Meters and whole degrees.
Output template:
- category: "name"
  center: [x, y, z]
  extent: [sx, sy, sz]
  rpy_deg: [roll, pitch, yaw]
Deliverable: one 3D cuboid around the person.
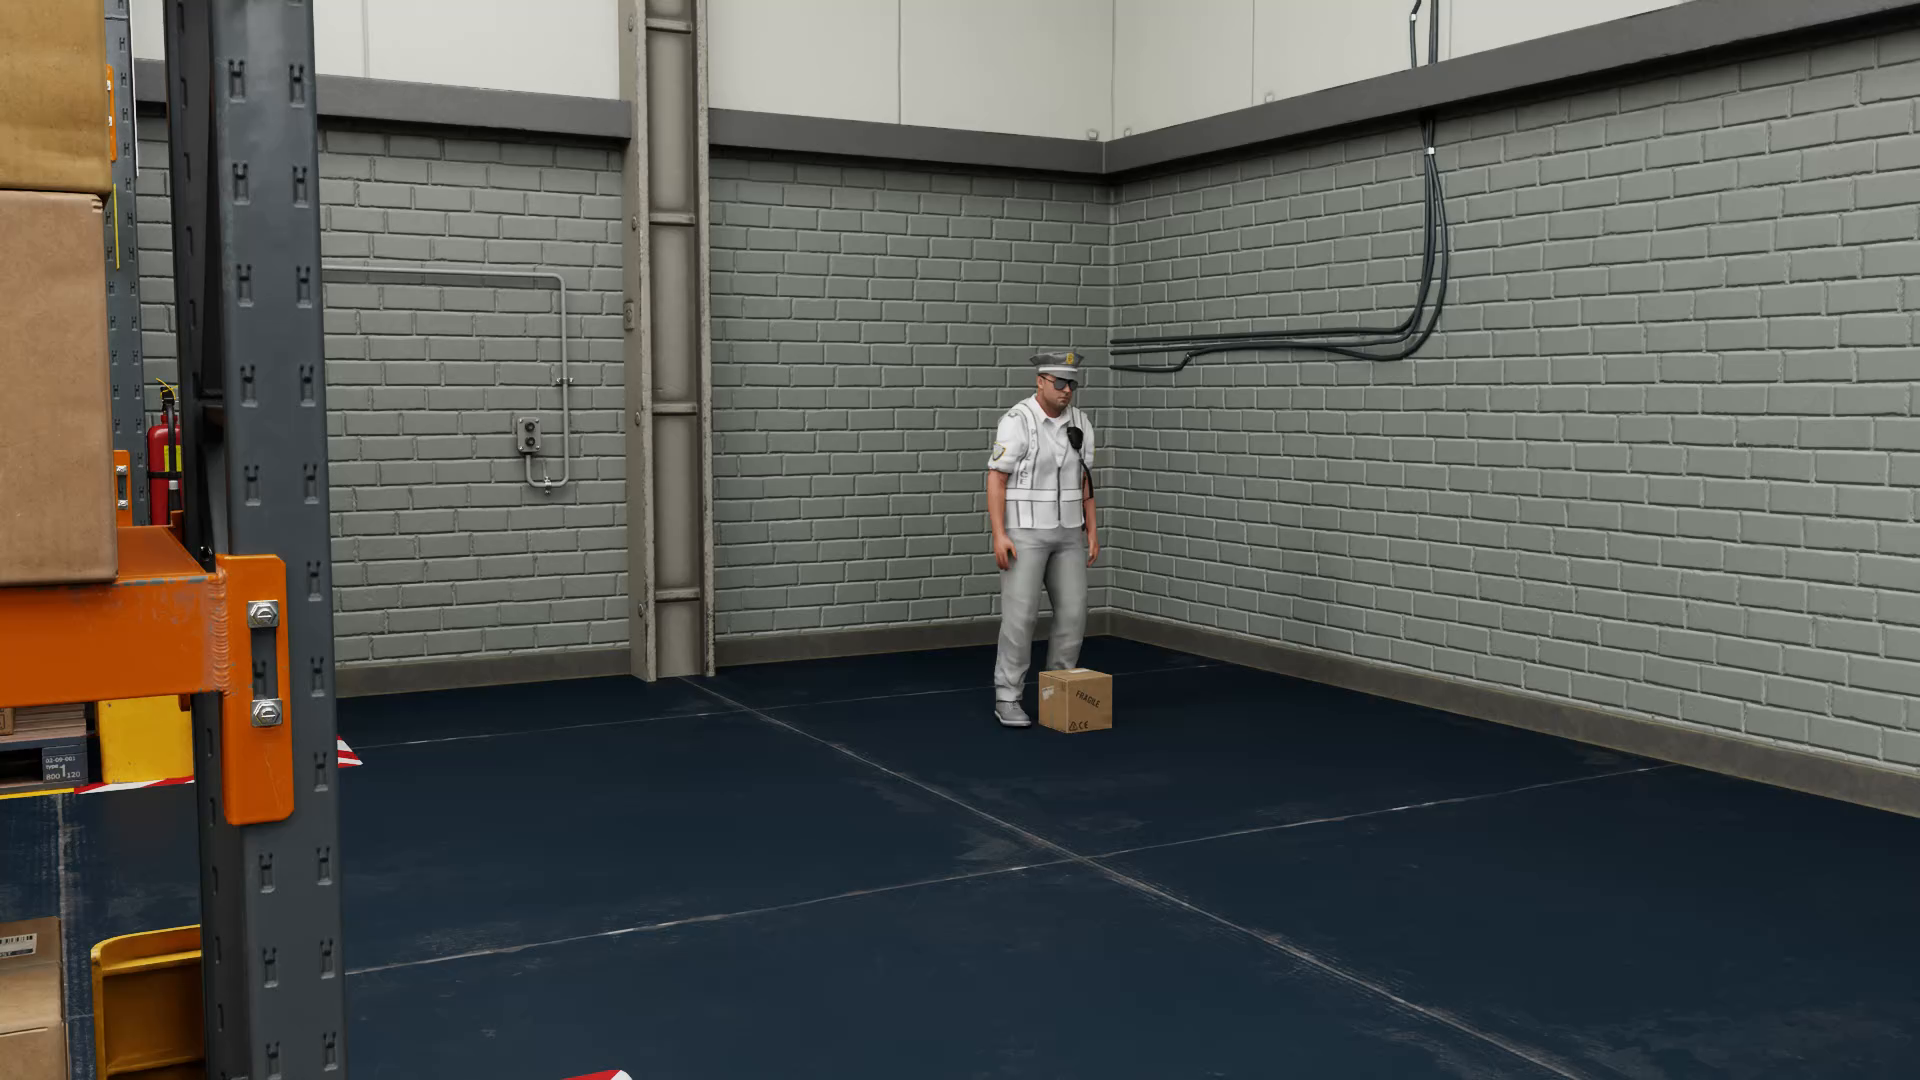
- category: "person"
  center: [0.395, -0.020, 7.931]
  extent: [0.586, 1.748, 0.439]
  rpy_deg: [-3, 6, -28]
